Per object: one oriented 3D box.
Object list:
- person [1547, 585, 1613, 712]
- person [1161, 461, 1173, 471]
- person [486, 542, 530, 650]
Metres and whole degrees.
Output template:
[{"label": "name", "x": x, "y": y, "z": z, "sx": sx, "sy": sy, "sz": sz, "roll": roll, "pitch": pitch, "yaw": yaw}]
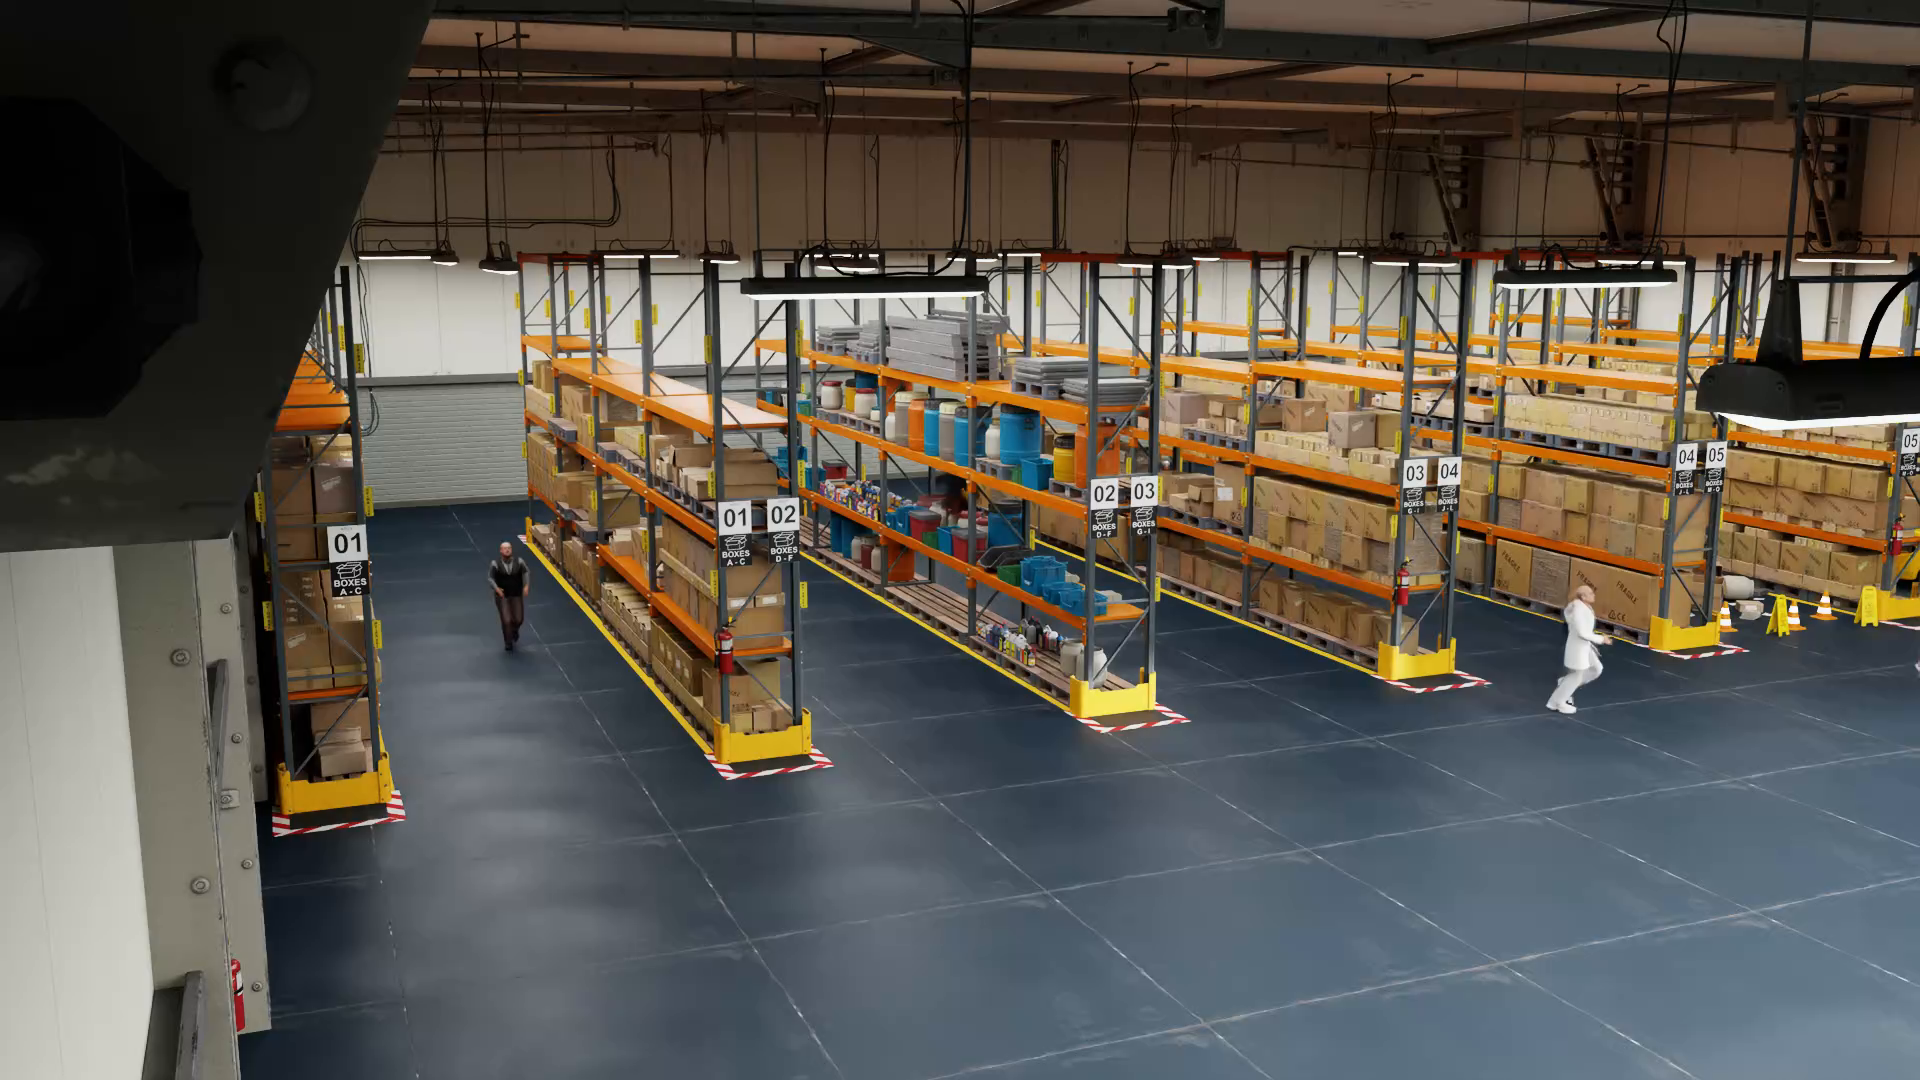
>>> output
[{"label": "person", "x": 8.331, "y": 1.451, "z": 22.286, "sx": 0.780, "sy": 1.737, "sz": 0.737, "roll": 5, "pitch": 11, "yaw": 24}, {"label": "person", "x": 4.310, "y": -0.878, "z": 35.352, "sx": 0.628, "sy": 1.624, "sz": 0.583, "roll": -6, "pitch": 12, "yaw": -30}, {"label": "person", "x": -6.960, "y": 0.858, "z": 25.707, "sx": 0.692, "sy": 1.680, "sz": 0.599, "roll": -5, "pitch": 11, "yaw": -25}]
